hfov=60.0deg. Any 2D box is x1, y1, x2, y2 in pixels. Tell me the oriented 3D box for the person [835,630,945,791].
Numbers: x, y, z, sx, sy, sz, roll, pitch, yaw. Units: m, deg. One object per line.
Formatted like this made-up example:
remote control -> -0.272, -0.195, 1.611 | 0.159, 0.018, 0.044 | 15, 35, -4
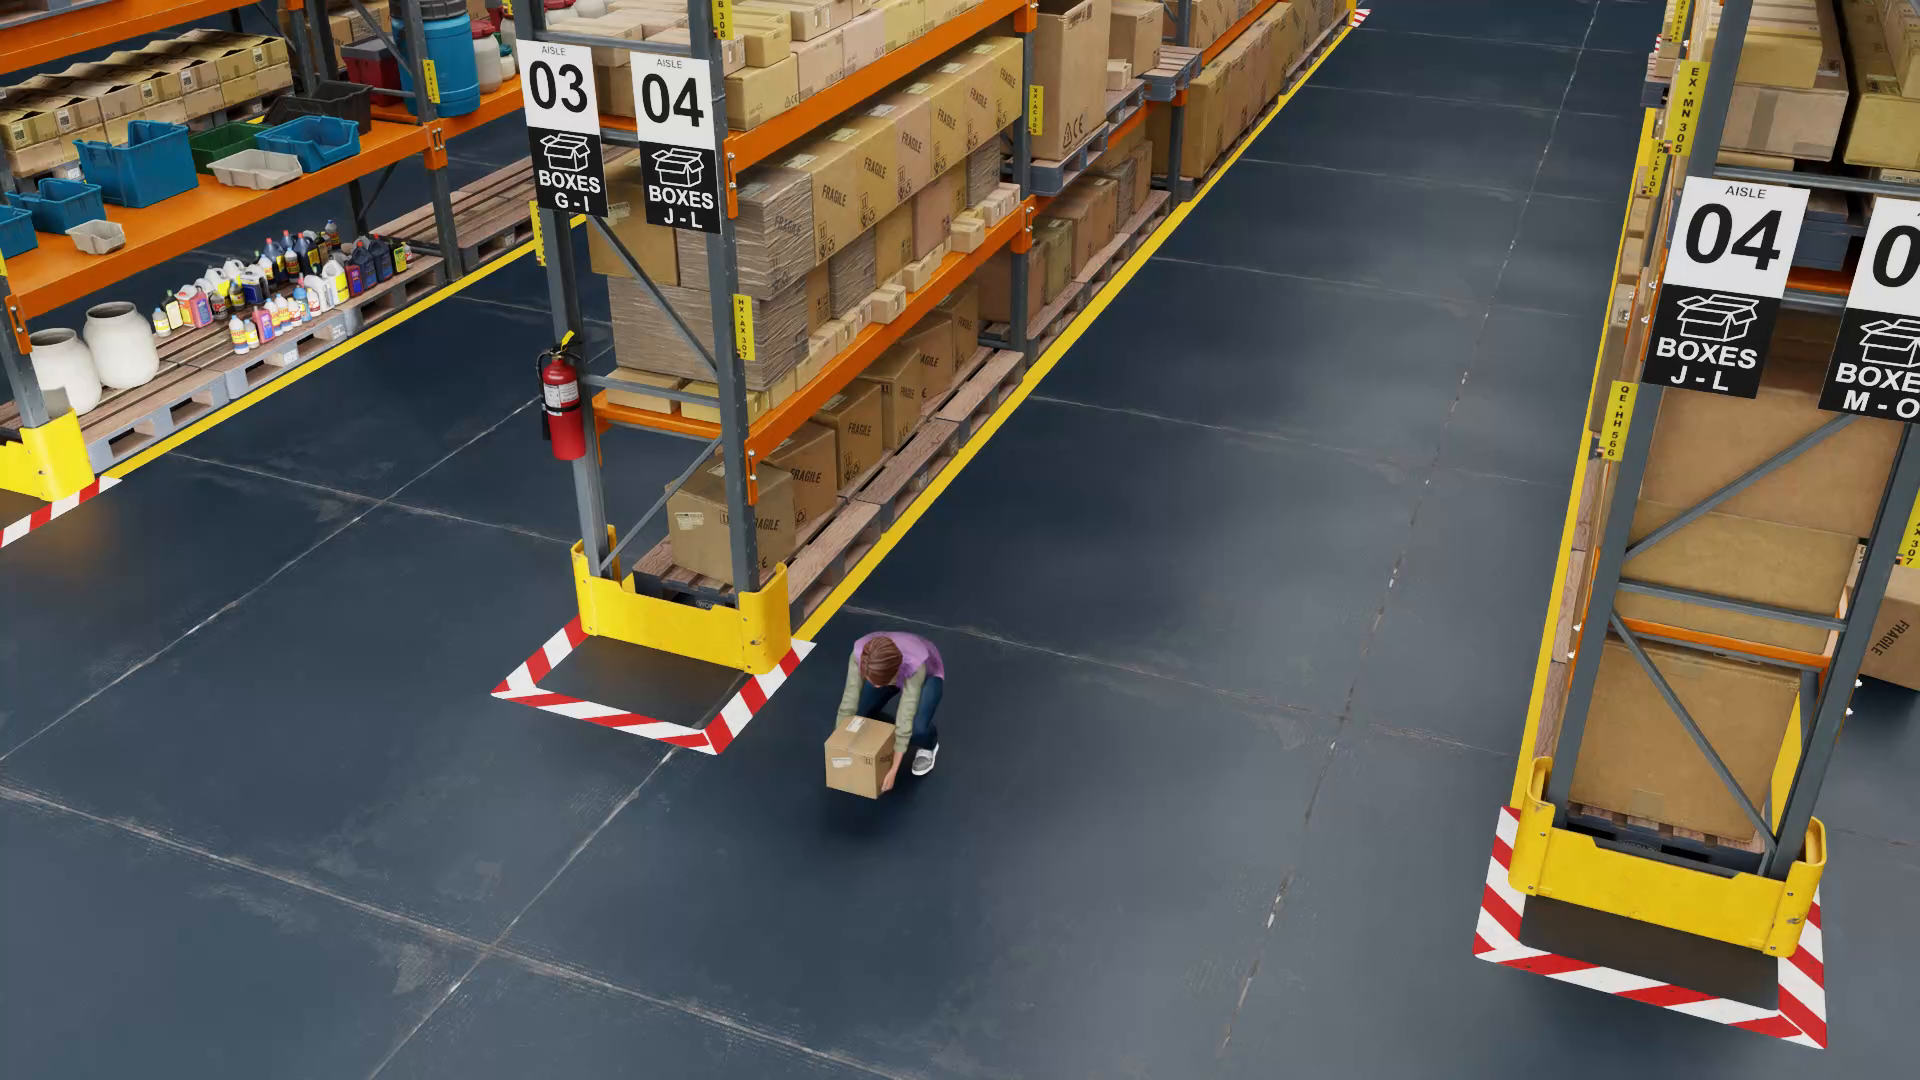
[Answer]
person -> -0.323, 0.736, 7.832 | 0.423, 0.896, 0.822 | 11, 32, 18
